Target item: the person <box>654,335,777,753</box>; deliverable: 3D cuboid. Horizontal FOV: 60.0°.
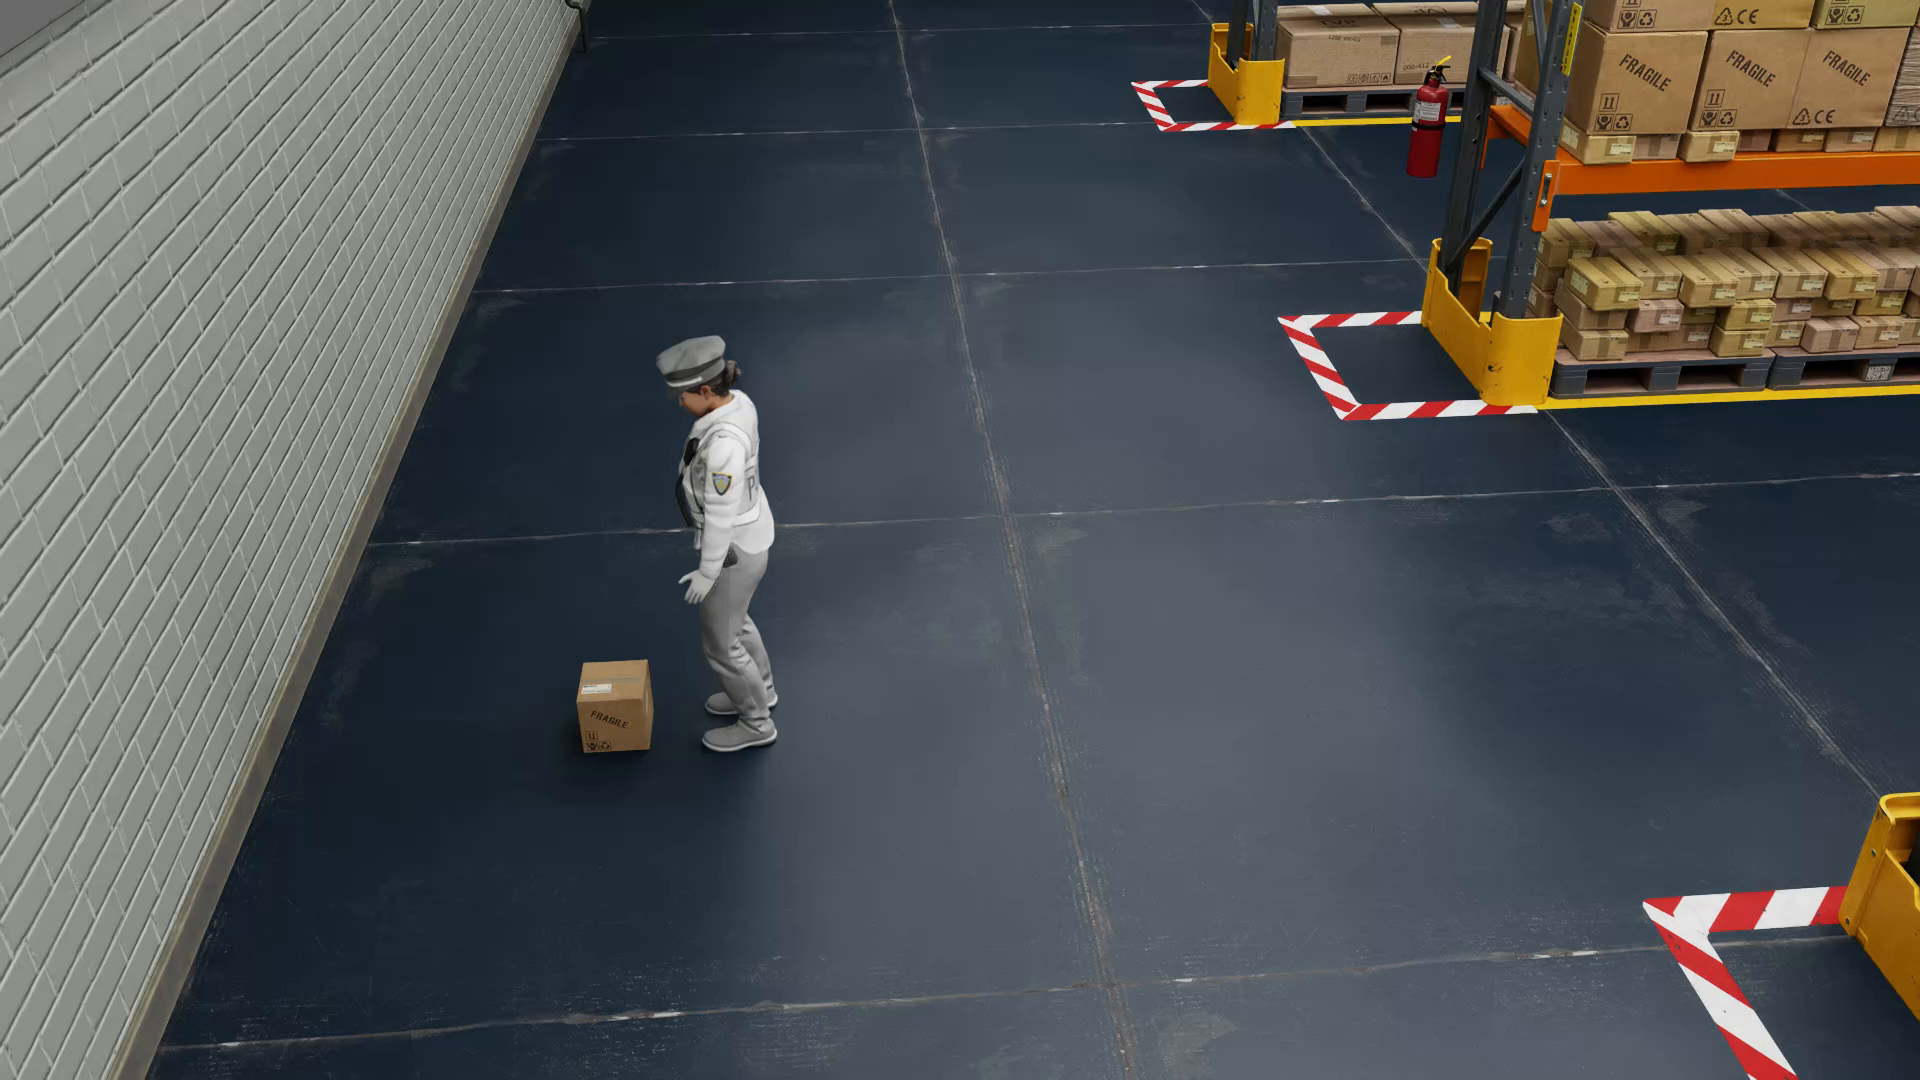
[{"bbox_3d":[-0.860,0.039,6.088,0.366,1.654,0.482,-2,31,-3],"label":"person"}]
